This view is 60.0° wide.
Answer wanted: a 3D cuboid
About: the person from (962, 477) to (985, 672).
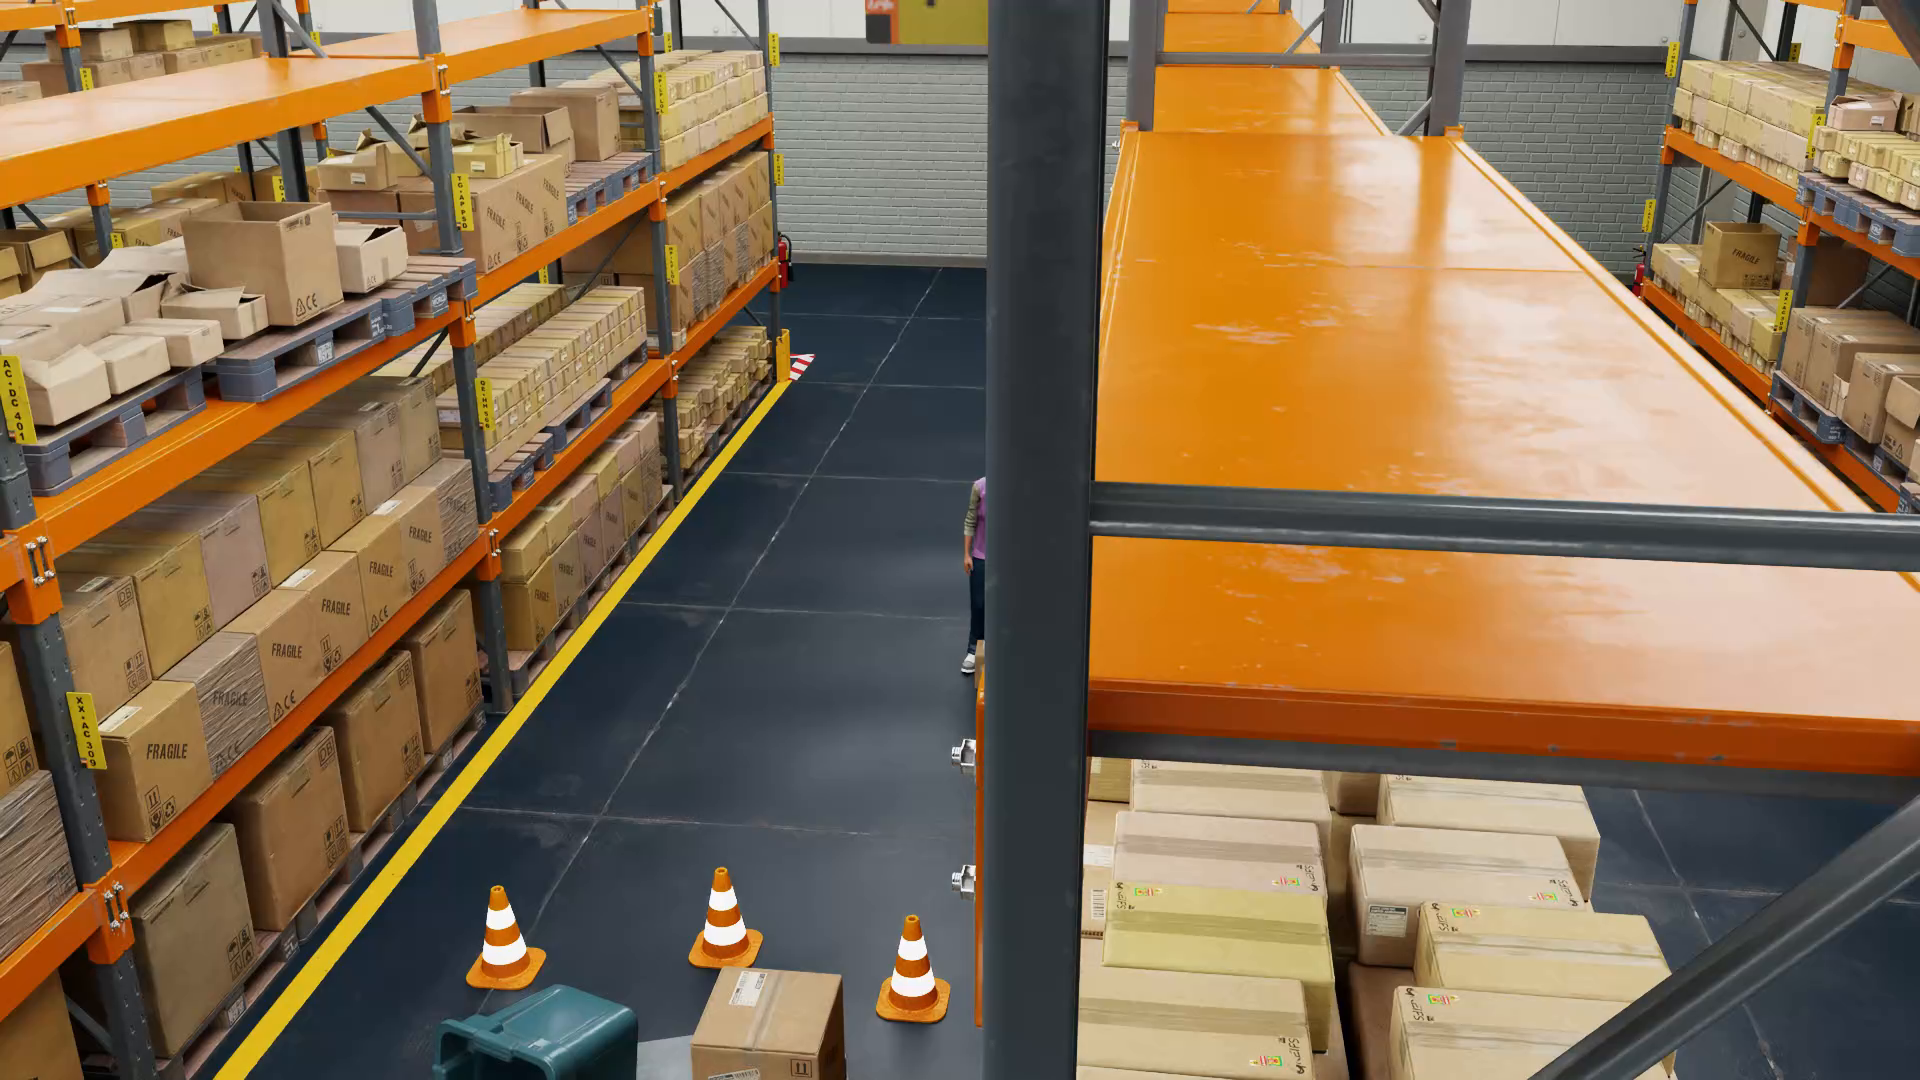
[{"bbox_3d":[0.251,0.129,11.148,0.463,1.592,0.345,2,22,6],"label":"person"}]
